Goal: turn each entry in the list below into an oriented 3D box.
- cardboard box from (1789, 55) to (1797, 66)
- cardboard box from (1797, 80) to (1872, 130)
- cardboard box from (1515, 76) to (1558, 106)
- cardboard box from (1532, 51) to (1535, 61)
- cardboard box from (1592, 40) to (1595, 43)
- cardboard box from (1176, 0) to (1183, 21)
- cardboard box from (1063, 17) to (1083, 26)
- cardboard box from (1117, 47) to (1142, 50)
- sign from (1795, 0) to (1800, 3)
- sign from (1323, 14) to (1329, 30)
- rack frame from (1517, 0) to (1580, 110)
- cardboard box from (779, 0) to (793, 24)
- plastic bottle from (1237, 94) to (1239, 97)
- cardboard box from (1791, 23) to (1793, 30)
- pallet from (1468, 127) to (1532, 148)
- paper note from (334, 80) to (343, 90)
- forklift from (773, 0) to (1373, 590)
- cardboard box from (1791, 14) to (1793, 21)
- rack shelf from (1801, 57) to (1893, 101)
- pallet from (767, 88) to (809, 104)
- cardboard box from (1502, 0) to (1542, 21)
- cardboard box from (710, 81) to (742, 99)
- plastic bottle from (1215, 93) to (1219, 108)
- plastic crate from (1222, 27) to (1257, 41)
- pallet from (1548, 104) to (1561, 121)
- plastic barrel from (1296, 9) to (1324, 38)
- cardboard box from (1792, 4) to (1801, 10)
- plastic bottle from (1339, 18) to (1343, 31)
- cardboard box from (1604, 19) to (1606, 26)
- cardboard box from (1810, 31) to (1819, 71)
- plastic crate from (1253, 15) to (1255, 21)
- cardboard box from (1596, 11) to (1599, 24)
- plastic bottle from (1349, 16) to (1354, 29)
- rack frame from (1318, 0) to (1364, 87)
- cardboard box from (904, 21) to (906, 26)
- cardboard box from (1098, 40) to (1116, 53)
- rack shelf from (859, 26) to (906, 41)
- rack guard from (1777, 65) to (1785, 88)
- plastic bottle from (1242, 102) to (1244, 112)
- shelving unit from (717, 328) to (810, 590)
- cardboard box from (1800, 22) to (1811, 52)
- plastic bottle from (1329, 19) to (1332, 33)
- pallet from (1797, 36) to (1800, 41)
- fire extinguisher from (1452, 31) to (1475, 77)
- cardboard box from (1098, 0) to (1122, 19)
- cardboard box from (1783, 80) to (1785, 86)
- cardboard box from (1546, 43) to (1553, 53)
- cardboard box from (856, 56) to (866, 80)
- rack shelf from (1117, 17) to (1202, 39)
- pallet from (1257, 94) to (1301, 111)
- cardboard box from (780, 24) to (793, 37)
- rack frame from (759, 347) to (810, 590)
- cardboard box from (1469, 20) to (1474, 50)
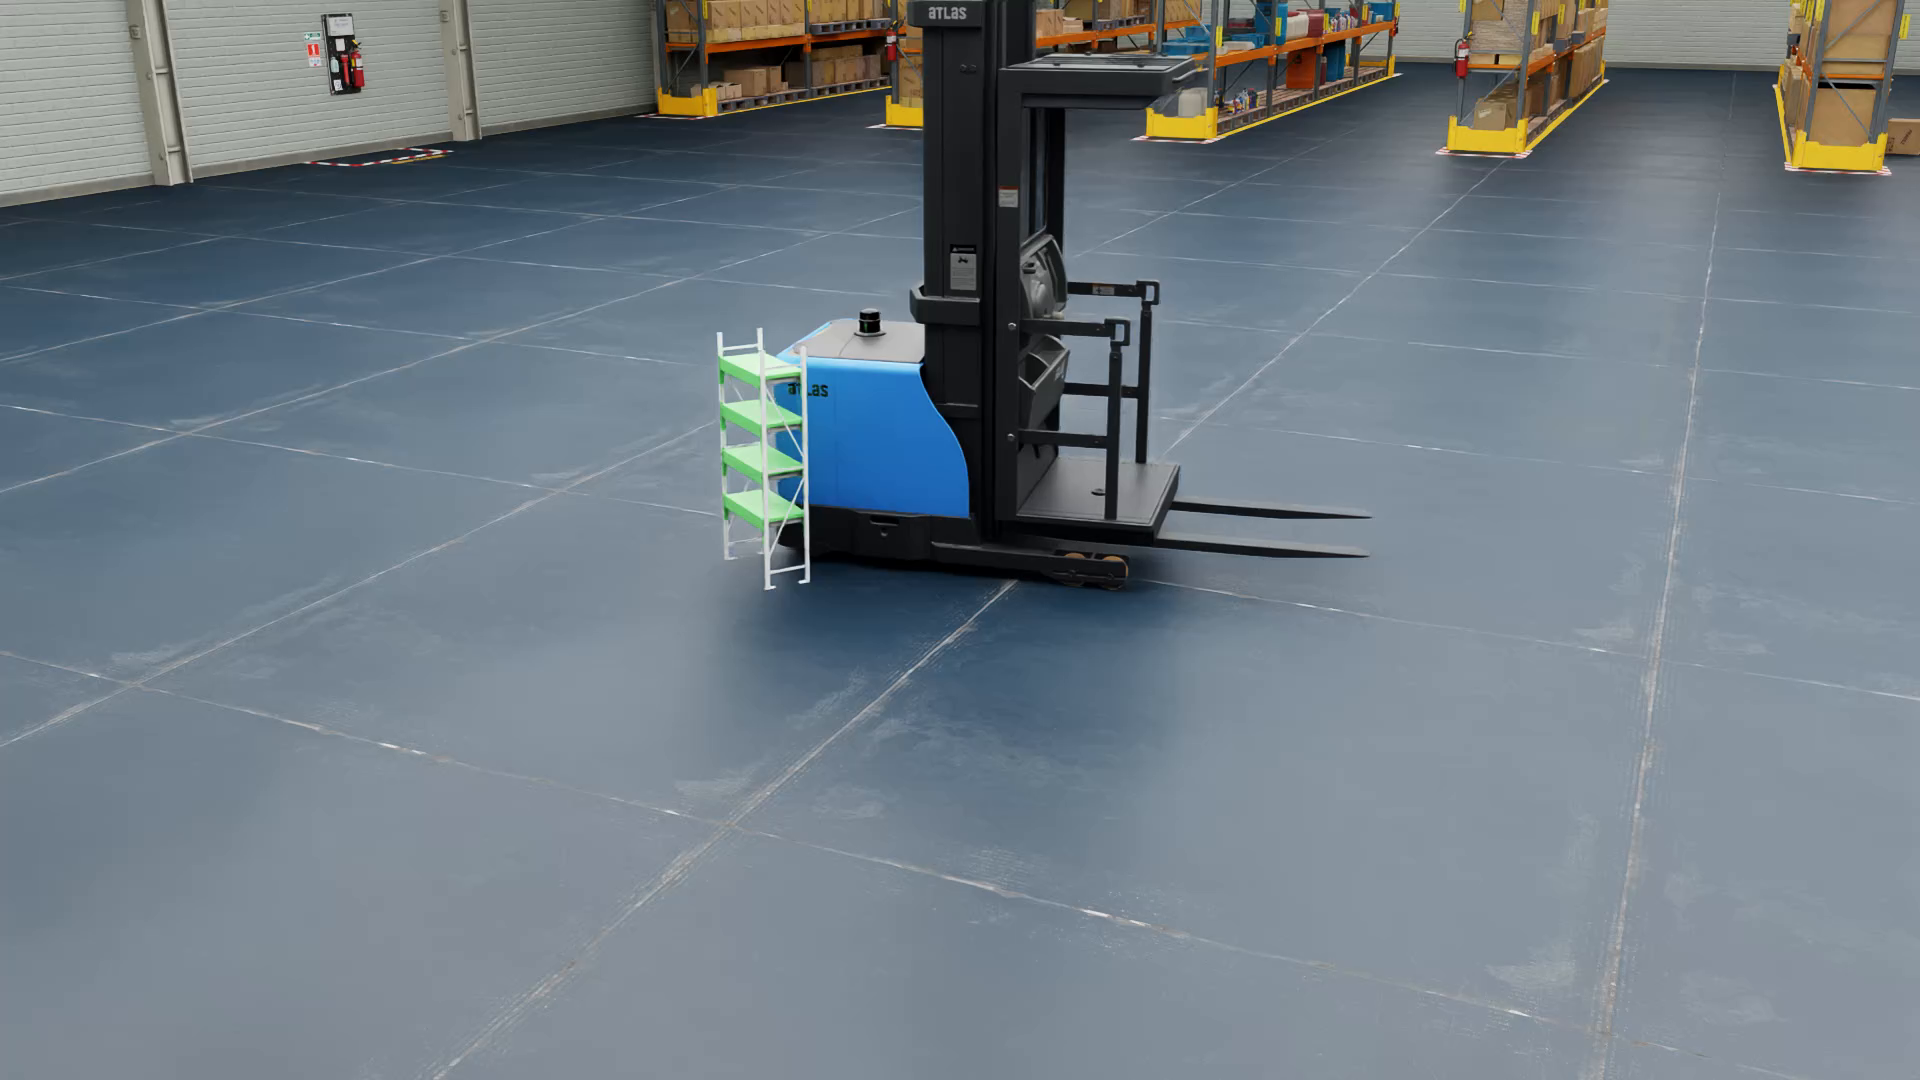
[{"bbox_3d":[17.140,-9.700,33.751,0.500,0.250,0.500,8,21,20],"label":"cardboard box"},{"bbox_3d":[13.346,-6.530,25.398,0.875,0.875,0.875,8,21,22],"label":"cardboard box"},{"bbox_3d":[10.865,-8.481,31.414,0.700,0.500,0.500,11,22,27],"label":"cardboard box"},{"bbox_3d":[9.048,-7.798,26.794,0.380,0.149,0.250,9,21,23],"label":"cardboard box"},{"bbox_3d":[13.543,-10.615,36.884,0.875,0.875,0.875,9,21,23],"label":"cardboard box"},{"bbox_3d":[5.242,-13.219,41.512,0.500,0.500,0.500,8,21,22],"label":"cardboard box"},{"bbox_3d":[2.337,-11.218,36.168,0.500,0.311,0.500,10,22,26],"label":"cardboard box"},{"bbox_3d":[4.138,-11.830,40.832,0.500,0.500,0.500,9,21,23],"label":"cardboard box"},{"bbox_3d":[17.185,-10.996,34.119,0.100,0.325,0.005,9,21,23],"label":"sign"},{"bbox_3d":[7.548,-10.688,34.301,0.100,0.325,0.005,9,21,23],"label":"sign"},{"bbox_3d":[11.562,-10.005,32.624,1.000,3.000,0.127,9,21,23],"label":"rack frame"},{"bbox_3d":[-3.744,-10.773,33.858,0.500,0.500,0.500,8,21,22],"label":"cardboard box"},{"bbox_3d":[5.090,-8.001,30.388,0.061,0.283,0.133,9,21,23],"label":"plastic bottle"},{"bbox_3d":[16.142,-9.817,31.843,0.380,0.149,0.250,8,21,22],"label":"cardboard box"},{"bbox_3d":[8.682,-6.512,26.964,1.003,0.211,1.213,9,21,23],"label":"pallet"},{"bbox_3d":[-9.413,-6.887,25.171,0.016,0.148,0.142,9,21,23],"label":"paper note"},{"bbox_3d":[0.609,-1.328,8.330,3.031,2.935,1.130,5,20,14],"label":"forklift"},{"bbox_3d":[16.464,-10.200,32.477,0.380,0.149,0.250,8,21,22],"label":"cardboard box"},{"bbox_3d":[13.589,-7.120,25.586,1.077,0.370,4.000,9,21,23],"label":"rack shelf"},{"bbox_3d":[-3.876,-9.297,34.795,1.003,0.211,1.213,9,21,23],"label":"pallet"},{"bbox_3d":[8.760,-8.348,25.881,0.500,0.500,0.500,9,21,23],"label":"cardboard box"},{"bbox_3d":[-4.672,-8.912,32.907,0.500,0.311,0.500,11,22,27],"label":"cardboard box"},{"bbox_3d":[4.747,-8.132,30.775,0.097,0.271,0.097,0,20,0],"label":"plastic bottle"},{"bbox_3d":[5.075,-9.290,30.706,0.767,0.338,0.504,9,21,23],"label":"plastic crate"},{"bbox_3d":[10.740,-8.080,31.375,1.003,0.211,1.213,9,21,23],"label":"pallet"},{"bbox_3d":[7.130,-10.565,33.996,0.600,0.536,0.708,9,21,23],"label":"plastic barrel"},{"bbox_3d":[16.782,-10.578,33.097,0.380,0.149,0.250,8,21,22],"label":"cardboard box"},{"bbox_3d":[8.309,-11.306,36.468,0.152,0.276,0.135,9,21,23],"label":"plastic bottle"},{"bbox_3d":[14.888,-12.098,38.885,0.380,0.149,0.250,9,21,23],"label":"cardboard box"},{"bbox_3d":[13.086,-7.209,24.539,0.875,0.550,0.550,9,21,23],"label":"cardboard box"},{"bbox_3d":[6.102,-10.262,33.253,0.402,0.464,0.583,9,21,23],"label":"plastic crate"},{"bbox_3d":[13.840,-11.556,36.766,0.500,0.250,0.500,8,21,22],"label":"cardboard box"},{"bbox_3d":[8.815,-11.684,37.530,0.152,0.276,0.135,9,21,23],"label":"plastic bottle"},{"bbox_3d":[8.681,-11.907,37.973,1.000,3.000,0.127,9,21,23],"label":"rack frame"},{"bbox_3d":[-1.352,-12.149,38.998,0.380,0.149,0.250,9,22,24],"label":"cardboard box"},{"bbox_3d":[3.334,-11.550,38.925,0.500,0.250,0.500,9,21,23],"label":"cardboard box"},{"bbox_3d":[-1.176,-12.316,40.197,1.077,0.370,4.000,9,21,23],"label":"rack shelf"},{"bbox_3d":[19.290,-10.538,37.853,1.175,0.500,0.348,9,21,23],"label":"rack guard"},{"bbox_3d":[5.100,-7.867,30.134,0.097,0.201,0.097,0,20,0],"label":"plastic bottle"},{"bbox_3d":[-0.983,-0.411,8.328,0.258,1.200,0.503,-11,22,-30],"label":"shelving unit"},{"bbox_3d":[14.997,-8.778,29.026,0.500,0.500,0.500,8,21,22],"label":"cardboard box"},{"bbox_3d":[7.896,-10.964,35.495,0.061,0.283,0.133,9,21,23],"label":"plastic bottle"},{"bbox_3d":[16.819,-9.813,32.373,1.003,0.211,1.213,9,21,23],"label":"pallet"},{"bbox_3d":[7.819,-7.551,25.840,0.296,0.674,0.183,9,21,23],"label":"fire extinguisher"},{"bbox_3d":[3.230,-12.071,37.659,0.700,0.500,0.500,13,23,33],"label":"cardboard box"},{"bbox_3d":[17.957,-9.854,35.827,0.380,0.149,0.250,9,21,23],"label":"cardboard box"},{"bbox_3d":[10.104,-8.557,28.929,0.380,0.149,0.250,9,21,23],"label":"cardboard box"},{"bbox_3d":[-2.559,-10.704,37.665,0.700,0.500,0.500,9,21,23],"label":"cardboard box"},{"bbox_3d":[4.983,-12.860,41.727,1.077,0.370,4.000,9,21,23],"label":"rack shelf"},{"bbox_3d":[6.190,-8.767,33.306,1.003,0.211,1.213,9,21,23],"label":"pallet"},{"bbox_3d":[-3.762,-10.422,33.991,0.500,0.250,0.500,9,21,23],"label":"cardboard box"},{"bbox_3d":[-0.855,-0.342,8.132,0.240,1.200,0.015,-11,22,-30],"label":"rack frame"},{"bbox_3d":[8.632,-8.080,26.619,0.875,0.500,0.500,9,21,23],"label":"cardboard box"}]
